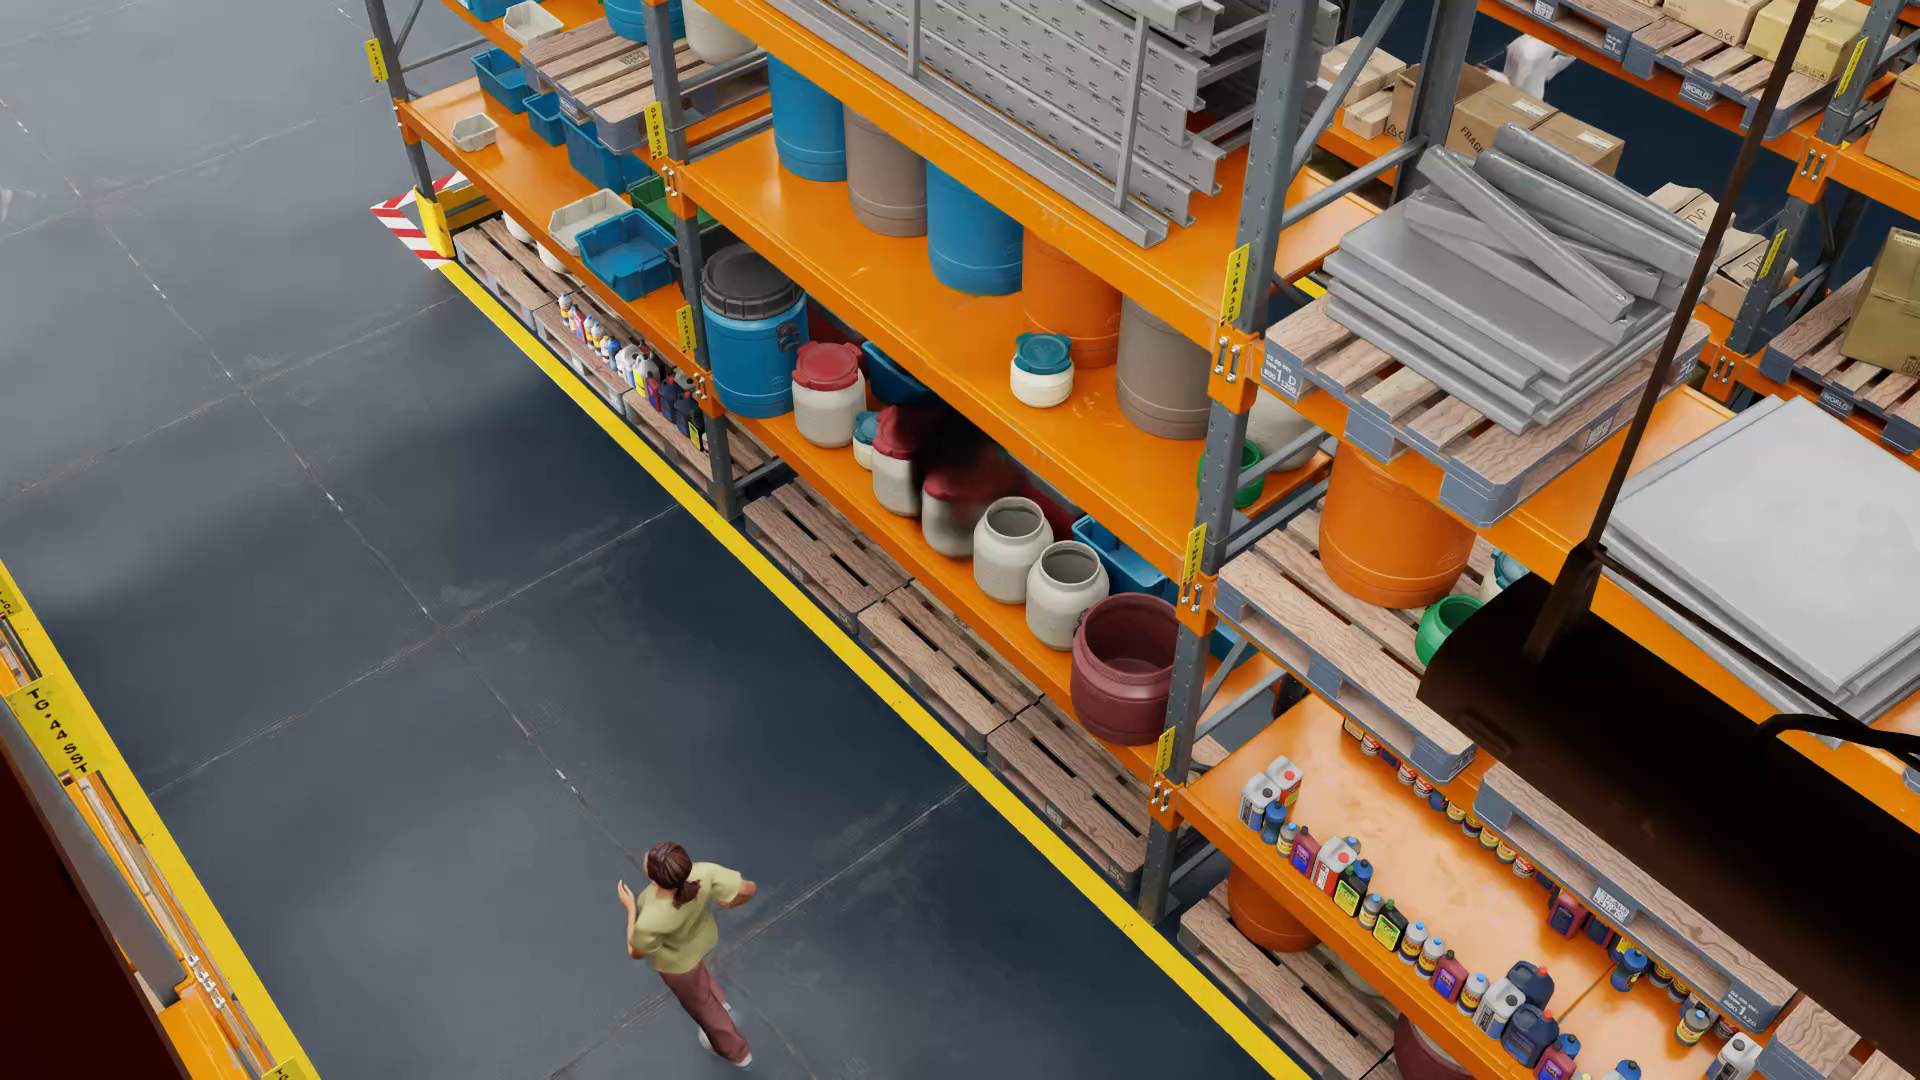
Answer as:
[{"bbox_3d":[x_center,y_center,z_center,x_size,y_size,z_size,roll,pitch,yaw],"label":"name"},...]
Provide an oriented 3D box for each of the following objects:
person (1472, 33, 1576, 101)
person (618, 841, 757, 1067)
[{"bbox_3d":[4.349,-3.463,13.058,0.695,1.750,0.680,33,55,27],"label":"person"},{"bbox_3d":[-1.277,1.872,7.672,0.646,1.708,0.549,25,51,22],"label":"person"}]
